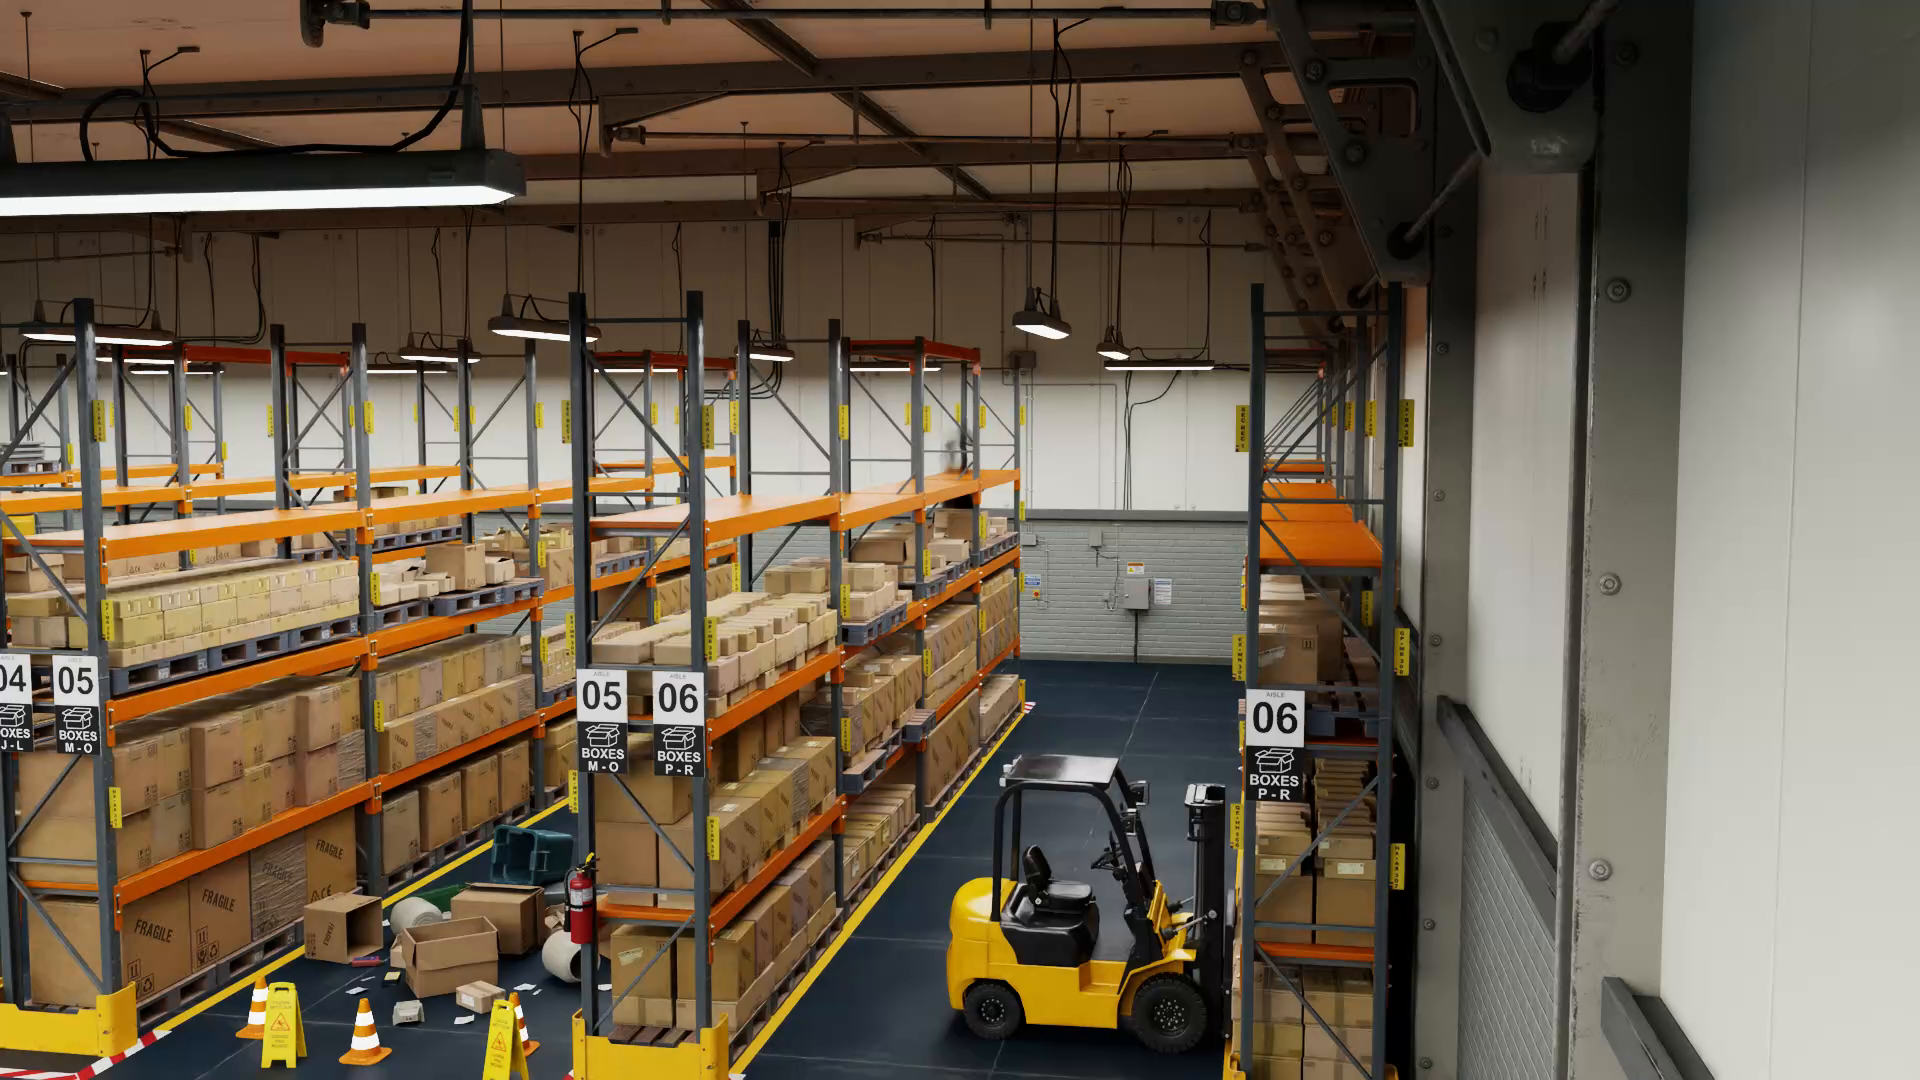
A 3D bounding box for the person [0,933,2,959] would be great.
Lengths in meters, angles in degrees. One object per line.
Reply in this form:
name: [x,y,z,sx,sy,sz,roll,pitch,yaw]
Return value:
person: [-8.748,3.063,15.011,0.673,1.827,0.930,0,5,4]
